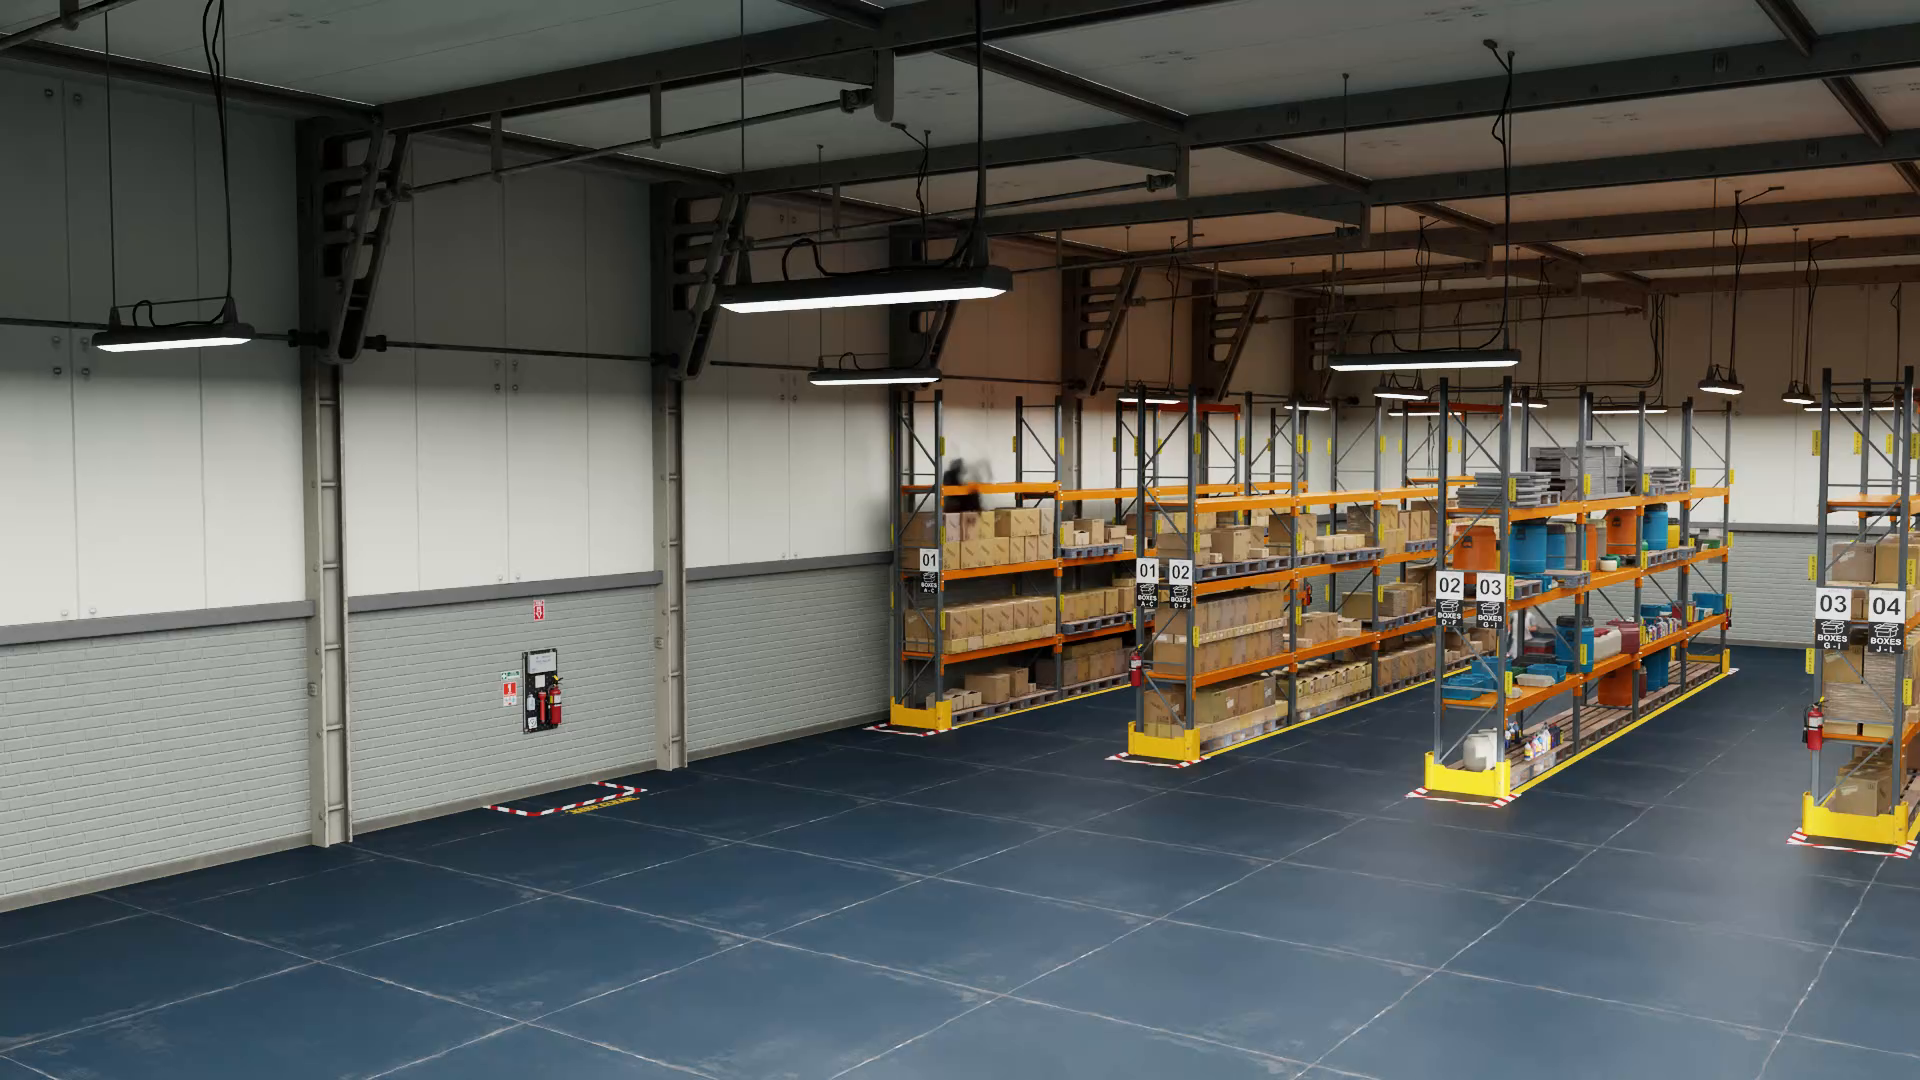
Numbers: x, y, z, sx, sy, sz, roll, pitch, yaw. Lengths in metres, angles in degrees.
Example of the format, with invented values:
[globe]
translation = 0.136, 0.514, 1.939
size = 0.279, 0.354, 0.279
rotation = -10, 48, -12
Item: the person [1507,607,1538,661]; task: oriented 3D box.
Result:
[person]
translation = 11.795, 2.144, 34.951
size = 0.640, 1.815, 0.733
rotation = 1, 3, 21
